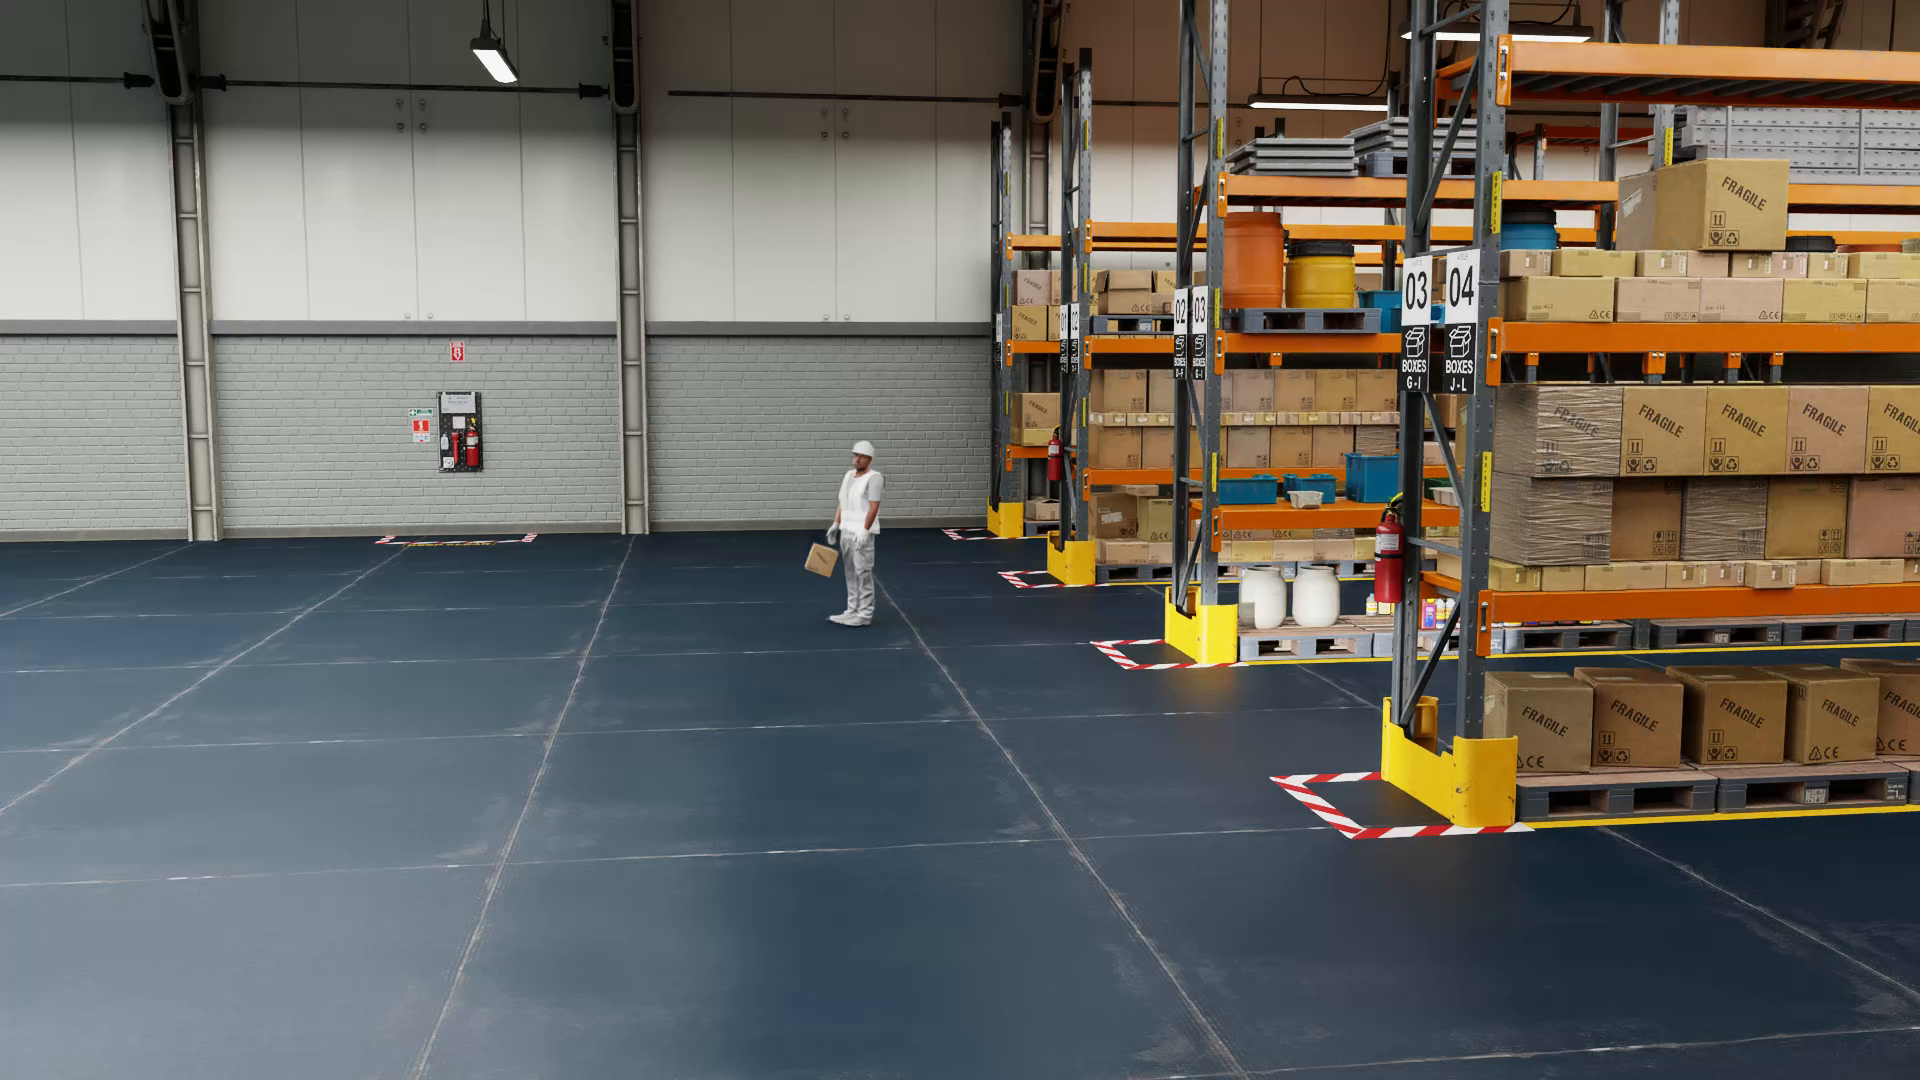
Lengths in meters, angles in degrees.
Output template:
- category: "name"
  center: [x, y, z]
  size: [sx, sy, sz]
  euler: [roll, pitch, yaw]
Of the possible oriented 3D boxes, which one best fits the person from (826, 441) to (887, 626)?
- category: "person"
  center: [-1.020, -0.065, 16.063]
  size: [0.432, 1.788, 0.613]
  euler: [-5, 8, -37]
